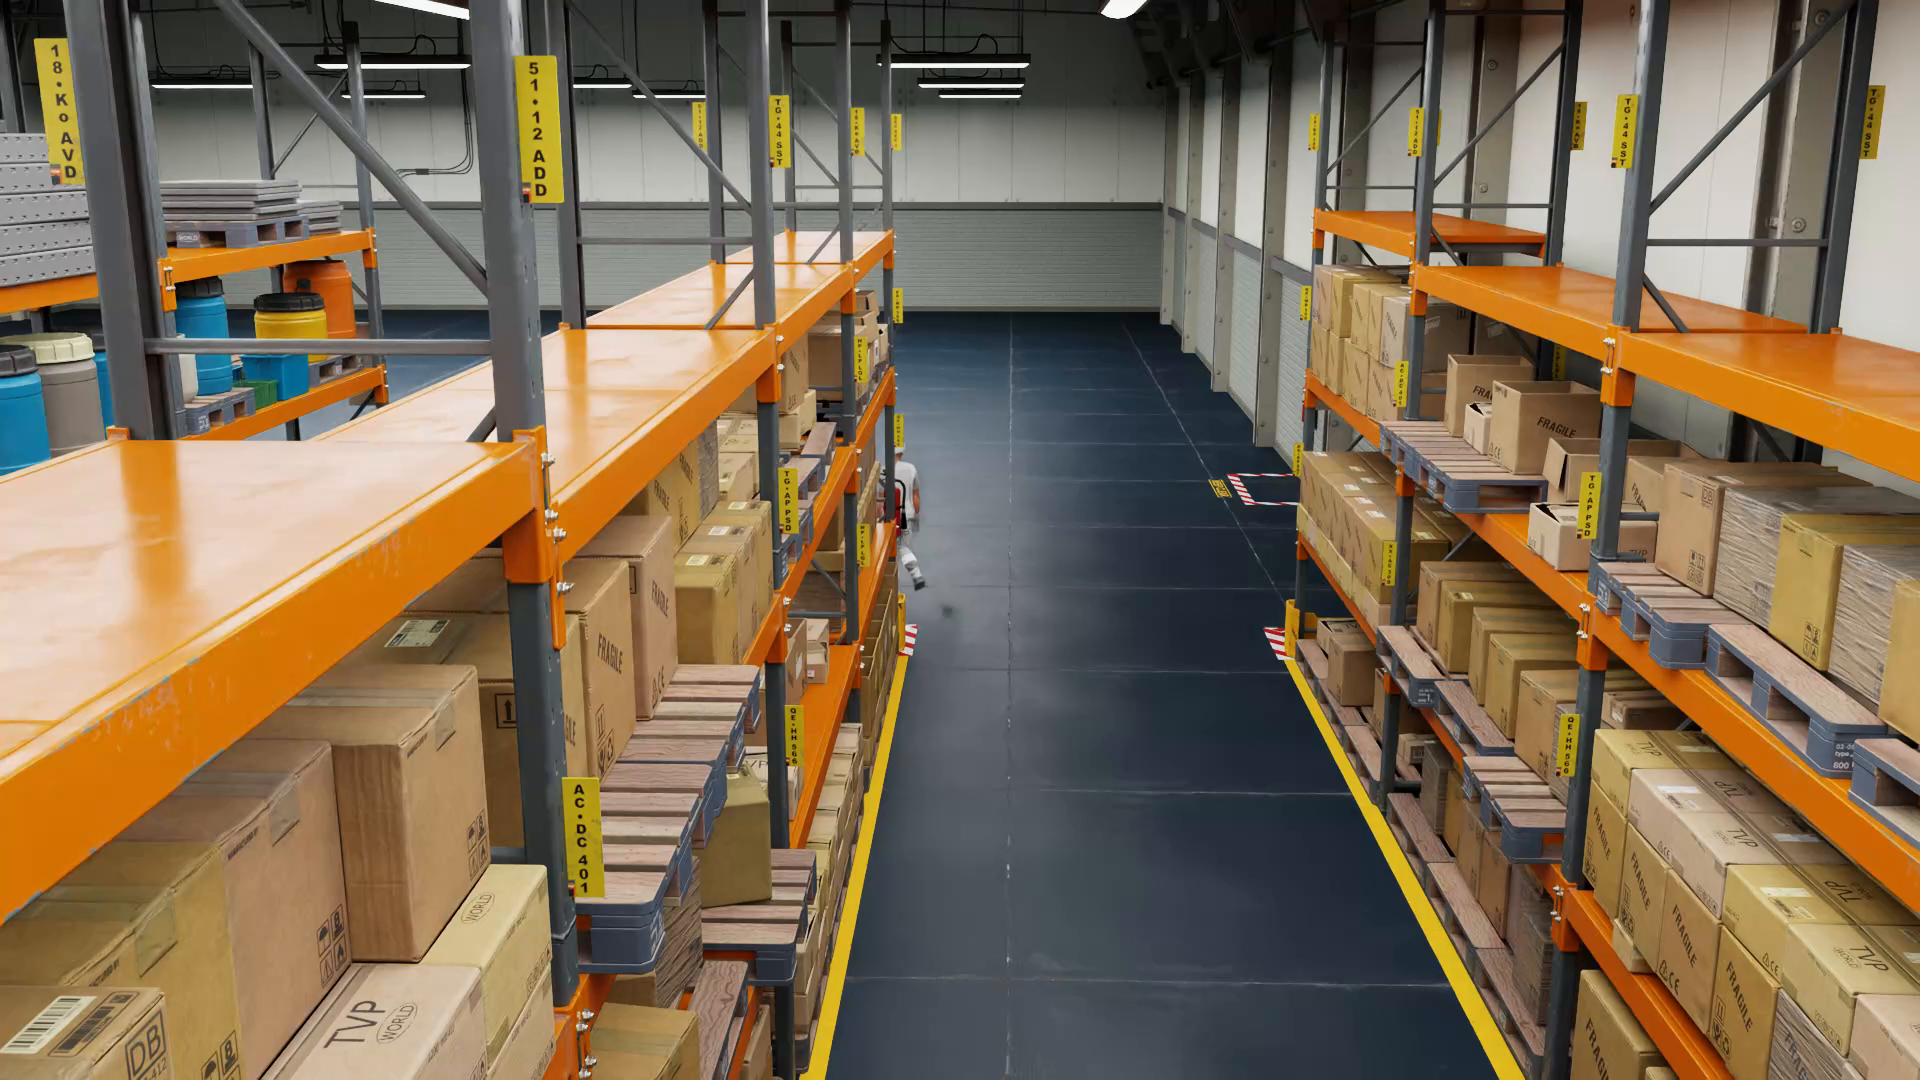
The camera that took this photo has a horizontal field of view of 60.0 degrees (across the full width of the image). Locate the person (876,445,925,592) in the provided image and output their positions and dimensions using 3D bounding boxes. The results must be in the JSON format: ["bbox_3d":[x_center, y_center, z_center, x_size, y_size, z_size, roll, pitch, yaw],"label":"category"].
[{"bbox_3d":[-0.661,-0.219,18.129,0.587,1.779,0.534,-10,17,-37],"label":"person"}]
